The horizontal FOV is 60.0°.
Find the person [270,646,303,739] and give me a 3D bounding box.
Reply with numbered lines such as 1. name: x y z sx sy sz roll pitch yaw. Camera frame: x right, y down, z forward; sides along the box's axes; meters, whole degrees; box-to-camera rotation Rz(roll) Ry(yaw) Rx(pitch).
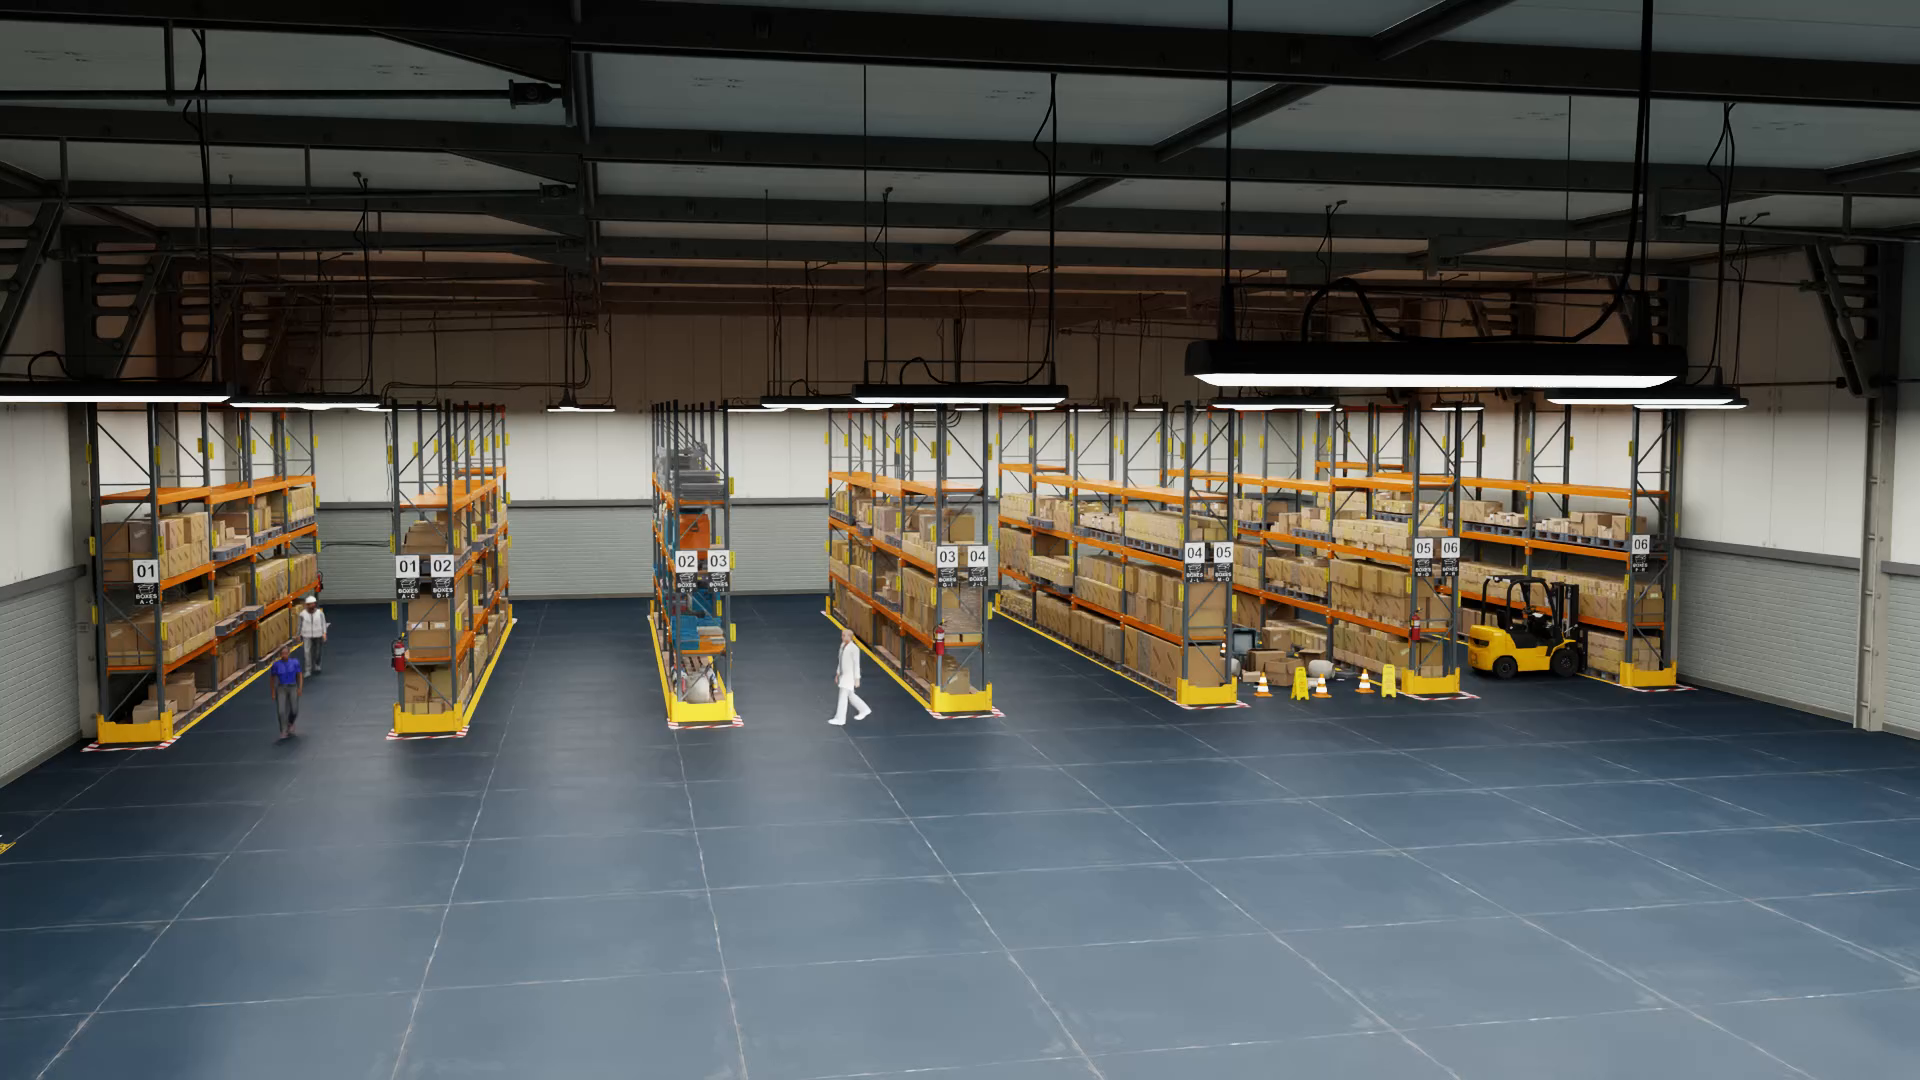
1. person: -11.999 2.684 29.644 0.540 1.641 0.555 -1 5 -17

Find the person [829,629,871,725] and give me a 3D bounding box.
1. person: -2.054 2.524 30.844 0.985 1.754 0.590 -2 5 -28

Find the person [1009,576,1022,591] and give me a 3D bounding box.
1. person: 1.752 1.011 50.740 0.791 1.738 0.536 -4 6 -45

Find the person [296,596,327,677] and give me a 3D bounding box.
1. person: -14.241 2.095 36.501 0.625 1.715 1.066 -2 5 -21
